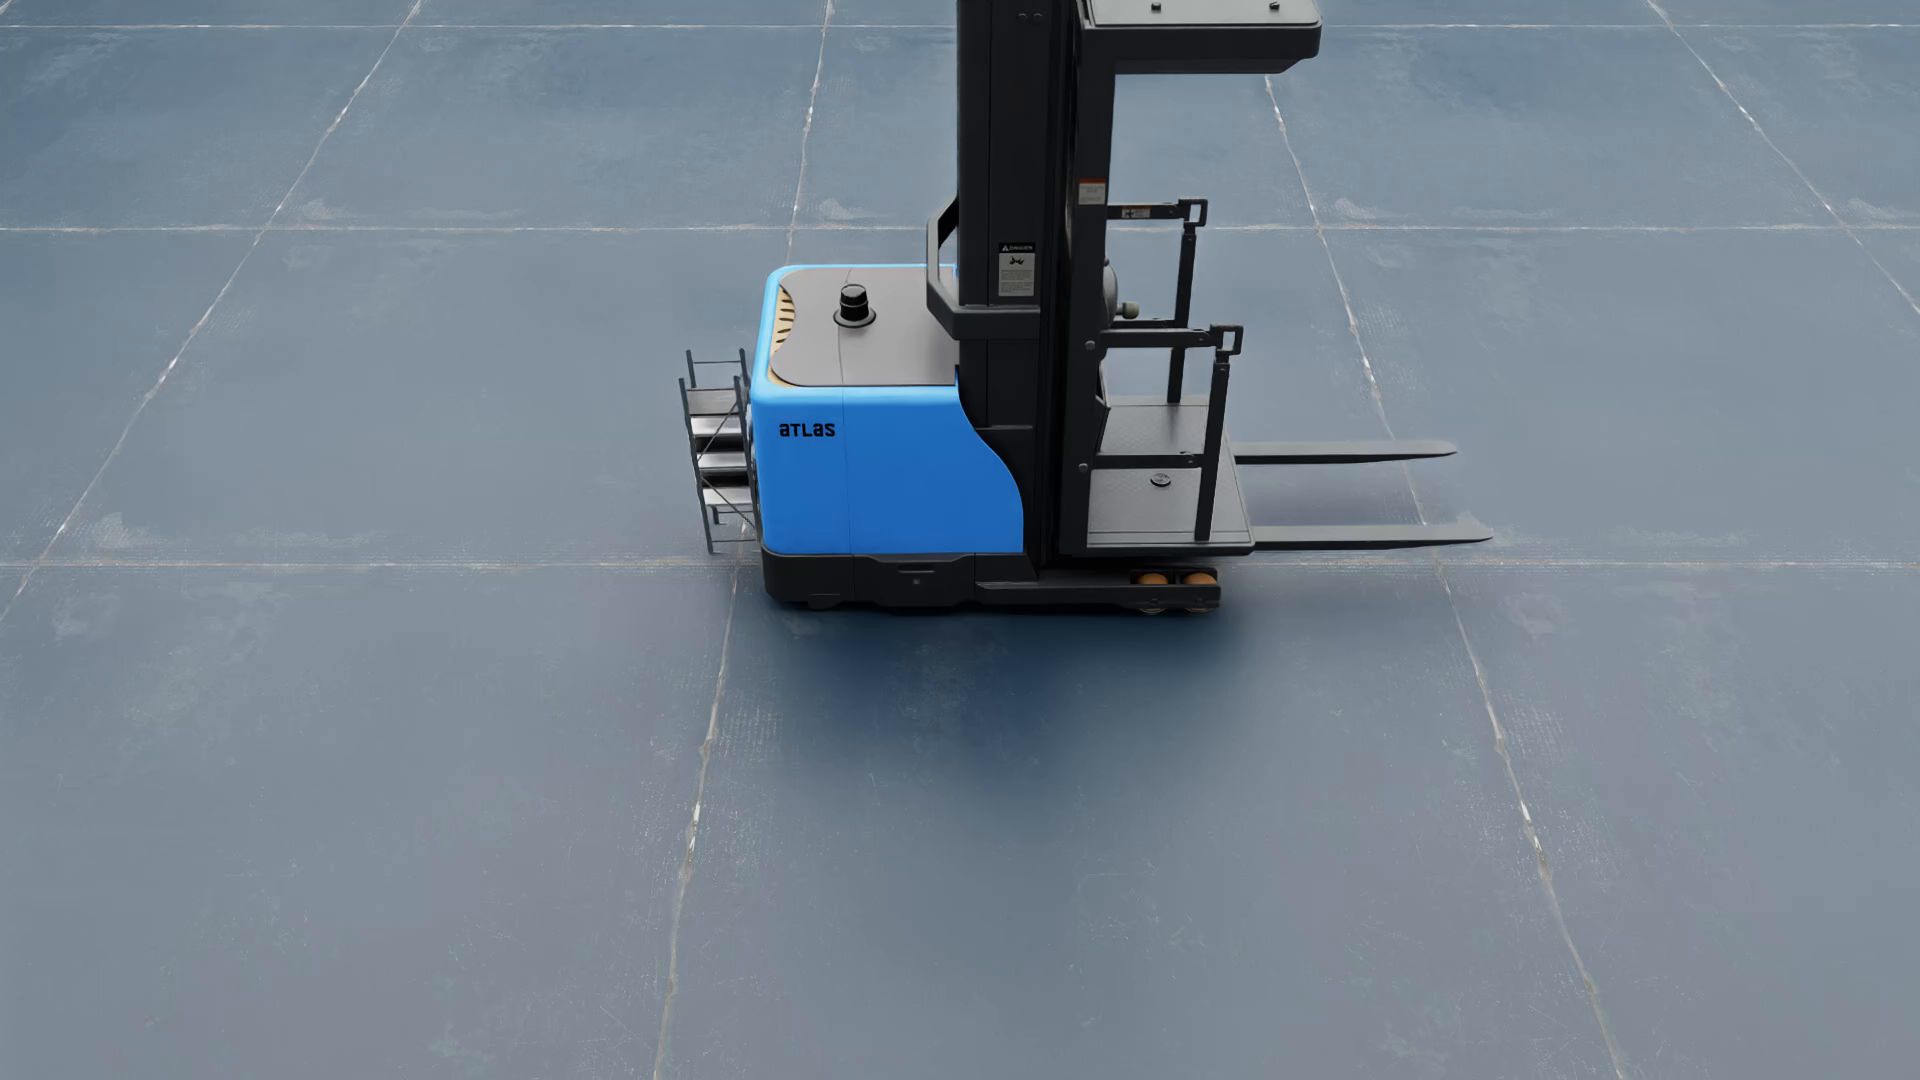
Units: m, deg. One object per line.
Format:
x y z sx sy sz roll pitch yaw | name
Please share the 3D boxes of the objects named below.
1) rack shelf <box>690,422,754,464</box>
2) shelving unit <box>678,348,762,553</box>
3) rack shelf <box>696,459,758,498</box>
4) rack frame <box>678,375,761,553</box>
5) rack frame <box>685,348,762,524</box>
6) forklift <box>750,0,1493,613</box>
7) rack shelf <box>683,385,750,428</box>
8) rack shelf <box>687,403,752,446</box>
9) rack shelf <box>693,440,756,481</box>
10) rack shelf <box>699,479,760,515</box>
-0.984 -0.406 6.938 0.258 0.077 0.200 -1 39 2 | rack shelf
-0.981 -0.362 6.973 0.258 0.900 0.210 -1 39 2 | shelving unit
-0.976 -0.266 7.050 0.258 0.077 0.200 -1 39 2 | rack shelf
-0.982 -0.299 6.894 0.240 0.900 0.006 -1 39 2 | rack frame
-0.980 -0.426 7.053 0.240 0.900 0.006 -1 39 2 | rack frame
0.699 -1.175 6.373 3.031 2.935 1.130 -1 39 -1 | forklift
-0.991 -0.547 6.826 0.258 0.077 0.200 -1 39 2 | rack shelf
-0.987 -0.477 6.882 0.258 0.077 0.200 -1 39 2 | rack shelf
-0.980 -0.336 6.994 0.258 0.077 0.200 -1 39 2 | rack shelf
-0.973 -0.196 7.106 0.258 0.077 0.200 -1 39 2 | rack shelf
